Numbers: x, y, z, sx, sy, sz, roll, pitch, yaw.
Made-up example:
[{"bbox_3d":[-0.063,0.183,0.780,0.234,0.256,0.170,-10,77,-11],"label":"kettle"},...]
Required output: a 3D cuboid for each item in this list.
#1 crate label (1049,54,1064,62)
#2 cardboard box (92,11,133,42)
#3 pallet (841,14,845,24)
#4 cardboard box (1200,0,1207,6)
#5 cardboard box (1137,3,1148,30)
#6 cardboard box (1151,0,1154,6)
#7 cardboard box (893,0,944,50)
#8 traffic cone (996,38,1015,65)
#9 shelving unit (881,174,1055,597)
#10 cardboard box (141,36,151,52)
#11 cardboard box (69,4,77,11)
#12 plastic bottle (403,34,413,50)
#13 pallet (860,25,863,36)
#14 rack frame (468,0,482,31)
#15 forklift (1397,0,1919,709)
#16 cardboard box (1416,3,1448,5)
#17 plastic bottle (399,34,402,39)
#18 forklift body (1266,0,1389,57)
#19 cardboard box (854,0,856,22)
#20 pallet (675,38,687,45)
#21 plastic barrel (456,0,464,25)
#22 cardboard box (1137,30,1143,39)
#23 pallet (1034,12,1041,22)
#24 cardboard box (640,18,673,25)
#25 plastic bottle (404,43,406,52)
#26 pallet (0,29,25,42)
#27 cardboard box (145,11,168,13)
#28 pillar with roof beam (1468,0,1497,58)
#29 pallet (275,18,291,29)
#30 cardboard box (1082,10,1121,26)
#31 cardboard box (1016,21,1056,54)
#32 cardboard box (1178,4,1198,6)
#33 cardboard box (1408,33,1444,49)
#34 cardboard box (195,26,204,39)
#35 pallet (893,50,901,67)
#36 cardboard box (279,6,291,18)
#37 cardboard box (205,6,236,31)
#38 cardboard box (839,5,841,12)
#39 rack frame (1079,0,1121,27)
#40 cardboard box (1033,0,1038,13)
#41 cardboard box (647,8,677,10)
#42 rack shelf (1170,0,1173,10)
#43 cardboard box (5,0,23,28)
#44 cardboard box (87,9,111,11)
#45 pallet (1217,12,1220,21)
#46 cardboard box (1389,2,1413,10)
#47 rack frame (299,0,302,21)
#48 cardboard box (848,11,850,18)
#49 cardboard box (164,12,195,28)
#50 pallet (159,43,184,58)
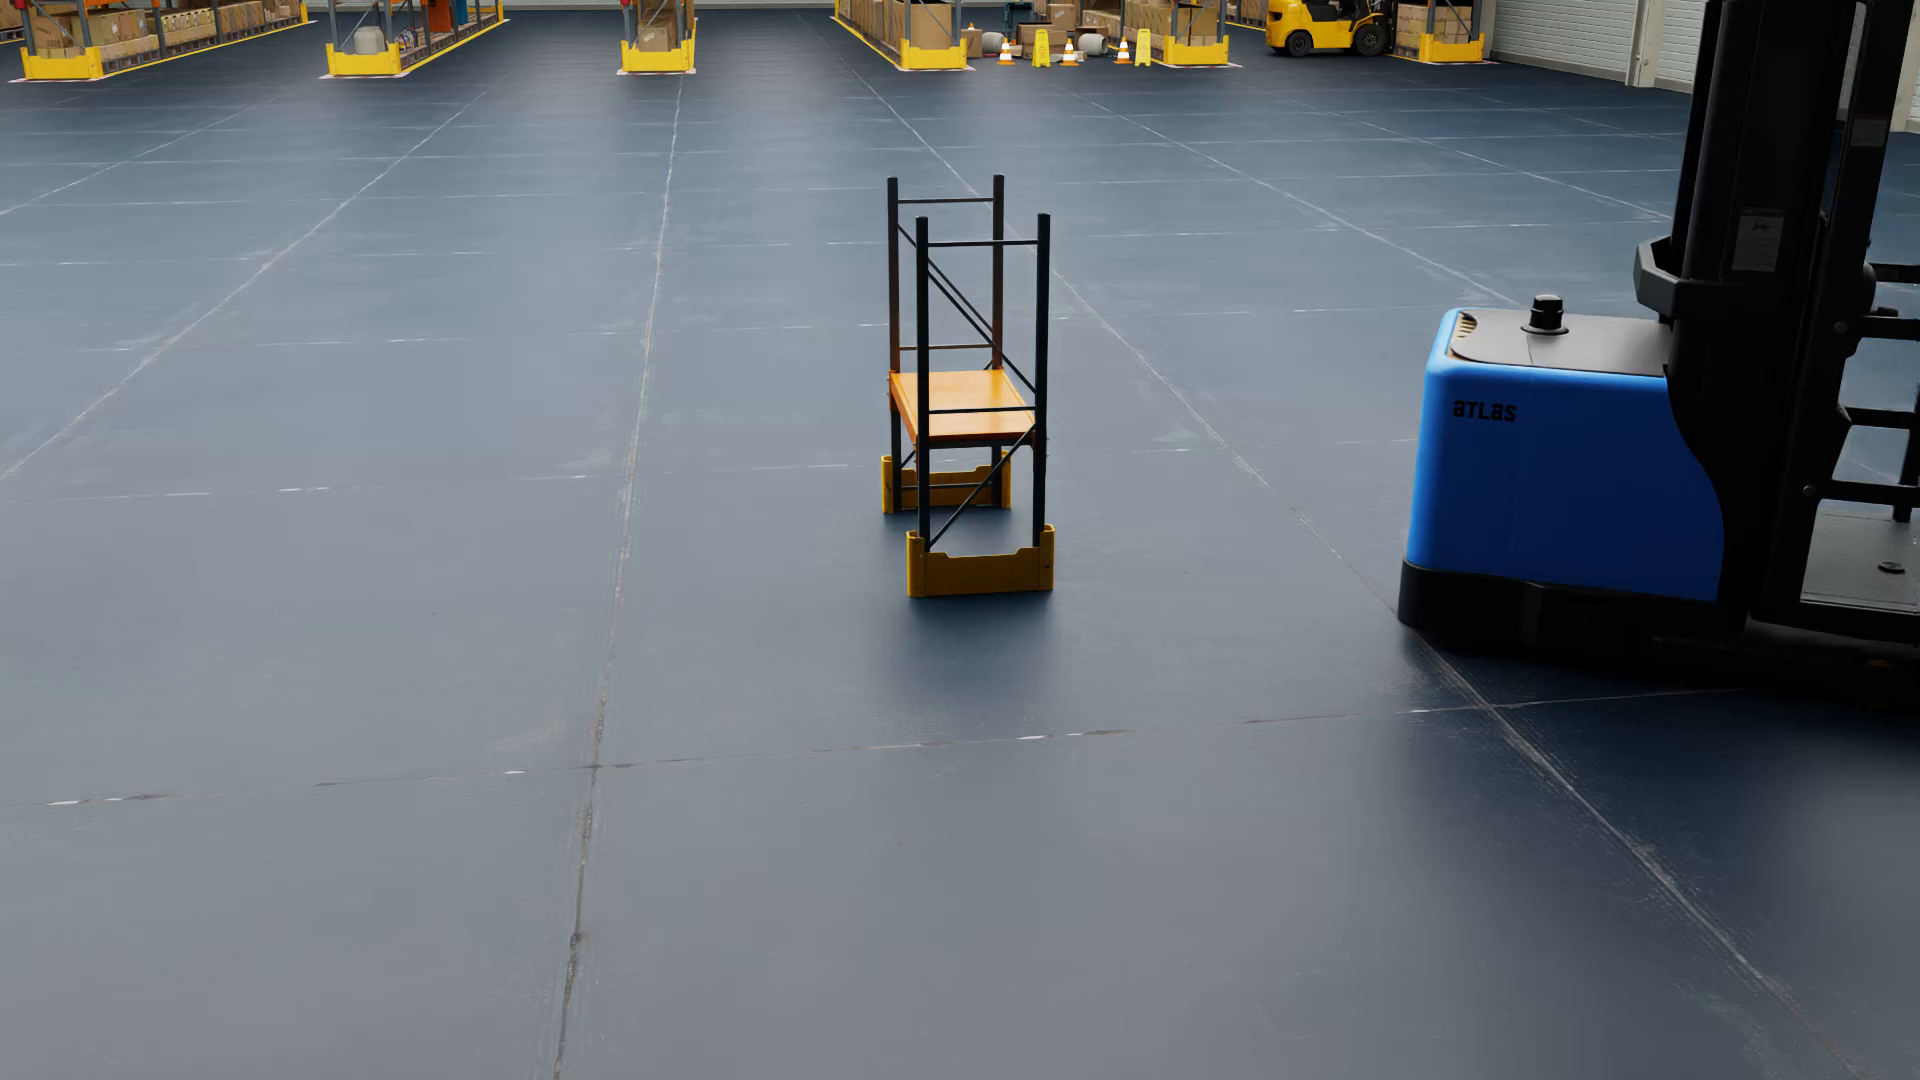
[{"bbox_3d":[1.839,-9.105,31.399,0.250,0.136,0.298,-15,25,-35],"label":"crate label"},{"bbox_3d":[-15.279,-9.245,29.940,0.500,0.500,0.500,-3,21,-8],"label":"cardboard box"},{"bbox_3d":[-2.523,-13.485,43.020,1.003,0.211,1.213,-3,21,-8],"label":"pallet"},{"bbox_3d":[7.001,-14.869,45.708,0.797,0.503,0.637,-4,21,-10],"label":"cardboard box"},{"bbox_3d":[3.805,-10.330,32.844,0.500,0.500,0.500,-2,21,-5],"label":"cardboard box"},{"bbox_3d":[3.876,-10.306,31.854,0.380,0.149,0.250,-3,21,-7],"label":"cardboard box"},{"bbox_3d":[-0.774,-9.720,31.390,0.875,0.875,0.875,-3,21,-9],"label":"cardboard box"},{"bbox_3d":[0.847,-9.050,30.784,0.336,0.463,0.334,-3,21,-8],"label":"traffic cone"},{"bbox_3d":[0.011,-0.676,6.883,0.587,1.500,1.083,-3,21,-8],"label":"shelving unit"},{"bbox_3d":[-15.439,-9.239,30.996,0.500,0.250,0.500,-3,21,-8],"label":"cardboard box"},{"bbox_3d":[-22.071,-12.999,40.704,0.700,0.500,0.500,-4,21,-10],"label":"cardboard box"},{"bbox_3d":[-10.411,-9.389,31.333,0.152,0.276,0.135,-3,21,-7],"label":"plastic bottle"},{"bbox_3d":[-1.746,-11.717,38.285,1.003,0.211,1.213,-3,21,-8],"label":"pallet"},{"bbox_3d":[-12.036,-13.672,39.536,1.000,3.000,0.127,-3,21,-8],"label":"rack frame"},{"bbox_3d":[3.210,-0.984,5.661,3.031,2.935,1.130,7,22,18],"label":"forklift"},{"bbox_3d":[9.294,-10.418,32.724,0.500,0.250,0.500,-3,21,-8],"label":"cardboard box"},{"bbox_3d":[-10.516,-9.387,31.316,0.061,0.283,0.133,-3,21,-8],"label":"plastic bottle"},{"bbox_3d":[7.234,-10.686,32.752,2.313,2.155,1.214,-3,21,-8],"label":"forklift body"},{"bbox_3d":[-2.290,-12.711,39.933,0.500,0.500,0.500,-2,21,-5],"label":"cardboard box"},{"bbox_3d":[-6.095,-10.115,33.998,1.003,0.211,1.213,-3,21,-8],"label":"pallet"},{"bbox_3d":[-11.872,-12.452,38.666,0.600,0.901,0.708,-3,21,-8],"label":"plastic barrel"},{"bbox_3d":[3.810,-9.975,32.966,0.500,0.250,0.500,-3,21,-8],"label":"cardboard box"},{"bbox_3d":[2.461,-13.806,43.879,1.003,0.211,1.213,-3,21,-8],"label":"pallet"},{"bbox_3d":[-5.873,-9.840,32.246,0.500,0.500,0.500,4,21,9],"label":"cardboard box"},{"bbox_3d":[-10.274,-9.092,30.643,0.097,0.201,0.097,0,20,0],"label":"plastic bottle"},{"bbox_3d":[-21.474,-11.180,36.847,1.003,0.211,1.213,-3,21,-8],"label":"pallet"},{"bbox_3d":[-16.421,-10.656,33.988,0.500,0.311,0.500,-3,21,-9],"label":"cardboard box"},{"bbox_3d":[5.844,-13.399,30.228,9.100,9.000,0.400,-3,21,-8],"label":"pillar with roof beam"},{"bbox_3d":[-17.215,-12.778,41.128,1.003,0.211,1.213,-3,21,-8],"label":"pallet"},{"bbox_3d":[3.320,-11.807,37.696,0.950,0.372,0.625,-4,21,-11],"label":"cardboard box"},{"bbox_3d":[1.500,-9.965,32.984,0.797,0.637,0.503,-3,21,-8],"label":"cardboard box"},{"bbox_3d":[4.411,-10.183,32.452,0.500,0.500,0.500,-3,21,-7],"label":"cardboard box"},{"bbox_3d":[8.933,-9.574,31.893,0.500,0.250,0.500,-3,21,-7],"label":"cardboard box"},{"bbox_3d":[-15.897,-10.425,34.171,0.500,0.250,0.500,-2,21,-7],"label":"cardboard box"},{"bbox_3d":[-0.675,-8.949,30.875,1.003,0.211,1.213,-3,21,-8],"label":"pallet"},{"bbox_3d":[-17.085,-13.220,41.627,0.500,0.250,0.500,-3,21,-8],"label":"cardboard box"},{"bbox_3d":[-16.225,-11.427,36.468,0.500,0.500,0.500,-4,21,-10],"label":"cardboard box"},{"bbox_3d":[-3.030,-14.186,44.385,0.380,0.149,0.250,-2,21,-7],"label":"cardboard box"},{"bbox_3d":[3.248,-13.037,37.835,1.000,3.000,0.127,-3,21,-8],"label":"rack frame"},{"bbox_3d":[2.430,-14.263,44.180,0.875,0.438,0.875,-2,21,-6],"label":"cardboard box"},{"bbox_3d":[-6.349,-11.150,35.726,0.700,0.500,0.500,-5,21,-12],"label":"cardboard box"},{"bbox_3d":[4.113,-10.623,32.398,1.077,0.370,4.000,-3,21,-8],"label":"rack shelf"},{"bbox_3d":[-21.486,-11.836,37.092,0.750,0.750,0.750,-2,21,-6],"label":"cardboard box"},{"bbox_3d":[-15.948,-9.565,30.796,0.500,0.500,0.500,-3,21,-8],"label":"cardboard box"},{"bbox_3d":[7.306,-14.028,44.474,1.003,0.211,1.213,-3,21,-8],"label":"pallet"},{"bbox_3d":[8.710,-10.566,33.119,0.500,0.250,0.500,-3,21,-9],"label":"cardboard box"},{"bbox_3d":[-17.515,-14.809,42.578,1.000,3.000,0.127,-3,21,-8],"label":"rack frame"},{"bbox_3d":[-2.606,-13.117,41.523,0.380,0.149,0.250,-3,21,-7],"label":"cardboard box"},{"bbox_3d":[-15.821,-10.513,33.605,0.500,0.311,0.500,-2,21,-6],"label":"cardboard box"},{"bbox_3d":[-15.930,-9.601,32.620,1.003,0.211,1.213,-3,21,-8],"label":"pallet"}]
